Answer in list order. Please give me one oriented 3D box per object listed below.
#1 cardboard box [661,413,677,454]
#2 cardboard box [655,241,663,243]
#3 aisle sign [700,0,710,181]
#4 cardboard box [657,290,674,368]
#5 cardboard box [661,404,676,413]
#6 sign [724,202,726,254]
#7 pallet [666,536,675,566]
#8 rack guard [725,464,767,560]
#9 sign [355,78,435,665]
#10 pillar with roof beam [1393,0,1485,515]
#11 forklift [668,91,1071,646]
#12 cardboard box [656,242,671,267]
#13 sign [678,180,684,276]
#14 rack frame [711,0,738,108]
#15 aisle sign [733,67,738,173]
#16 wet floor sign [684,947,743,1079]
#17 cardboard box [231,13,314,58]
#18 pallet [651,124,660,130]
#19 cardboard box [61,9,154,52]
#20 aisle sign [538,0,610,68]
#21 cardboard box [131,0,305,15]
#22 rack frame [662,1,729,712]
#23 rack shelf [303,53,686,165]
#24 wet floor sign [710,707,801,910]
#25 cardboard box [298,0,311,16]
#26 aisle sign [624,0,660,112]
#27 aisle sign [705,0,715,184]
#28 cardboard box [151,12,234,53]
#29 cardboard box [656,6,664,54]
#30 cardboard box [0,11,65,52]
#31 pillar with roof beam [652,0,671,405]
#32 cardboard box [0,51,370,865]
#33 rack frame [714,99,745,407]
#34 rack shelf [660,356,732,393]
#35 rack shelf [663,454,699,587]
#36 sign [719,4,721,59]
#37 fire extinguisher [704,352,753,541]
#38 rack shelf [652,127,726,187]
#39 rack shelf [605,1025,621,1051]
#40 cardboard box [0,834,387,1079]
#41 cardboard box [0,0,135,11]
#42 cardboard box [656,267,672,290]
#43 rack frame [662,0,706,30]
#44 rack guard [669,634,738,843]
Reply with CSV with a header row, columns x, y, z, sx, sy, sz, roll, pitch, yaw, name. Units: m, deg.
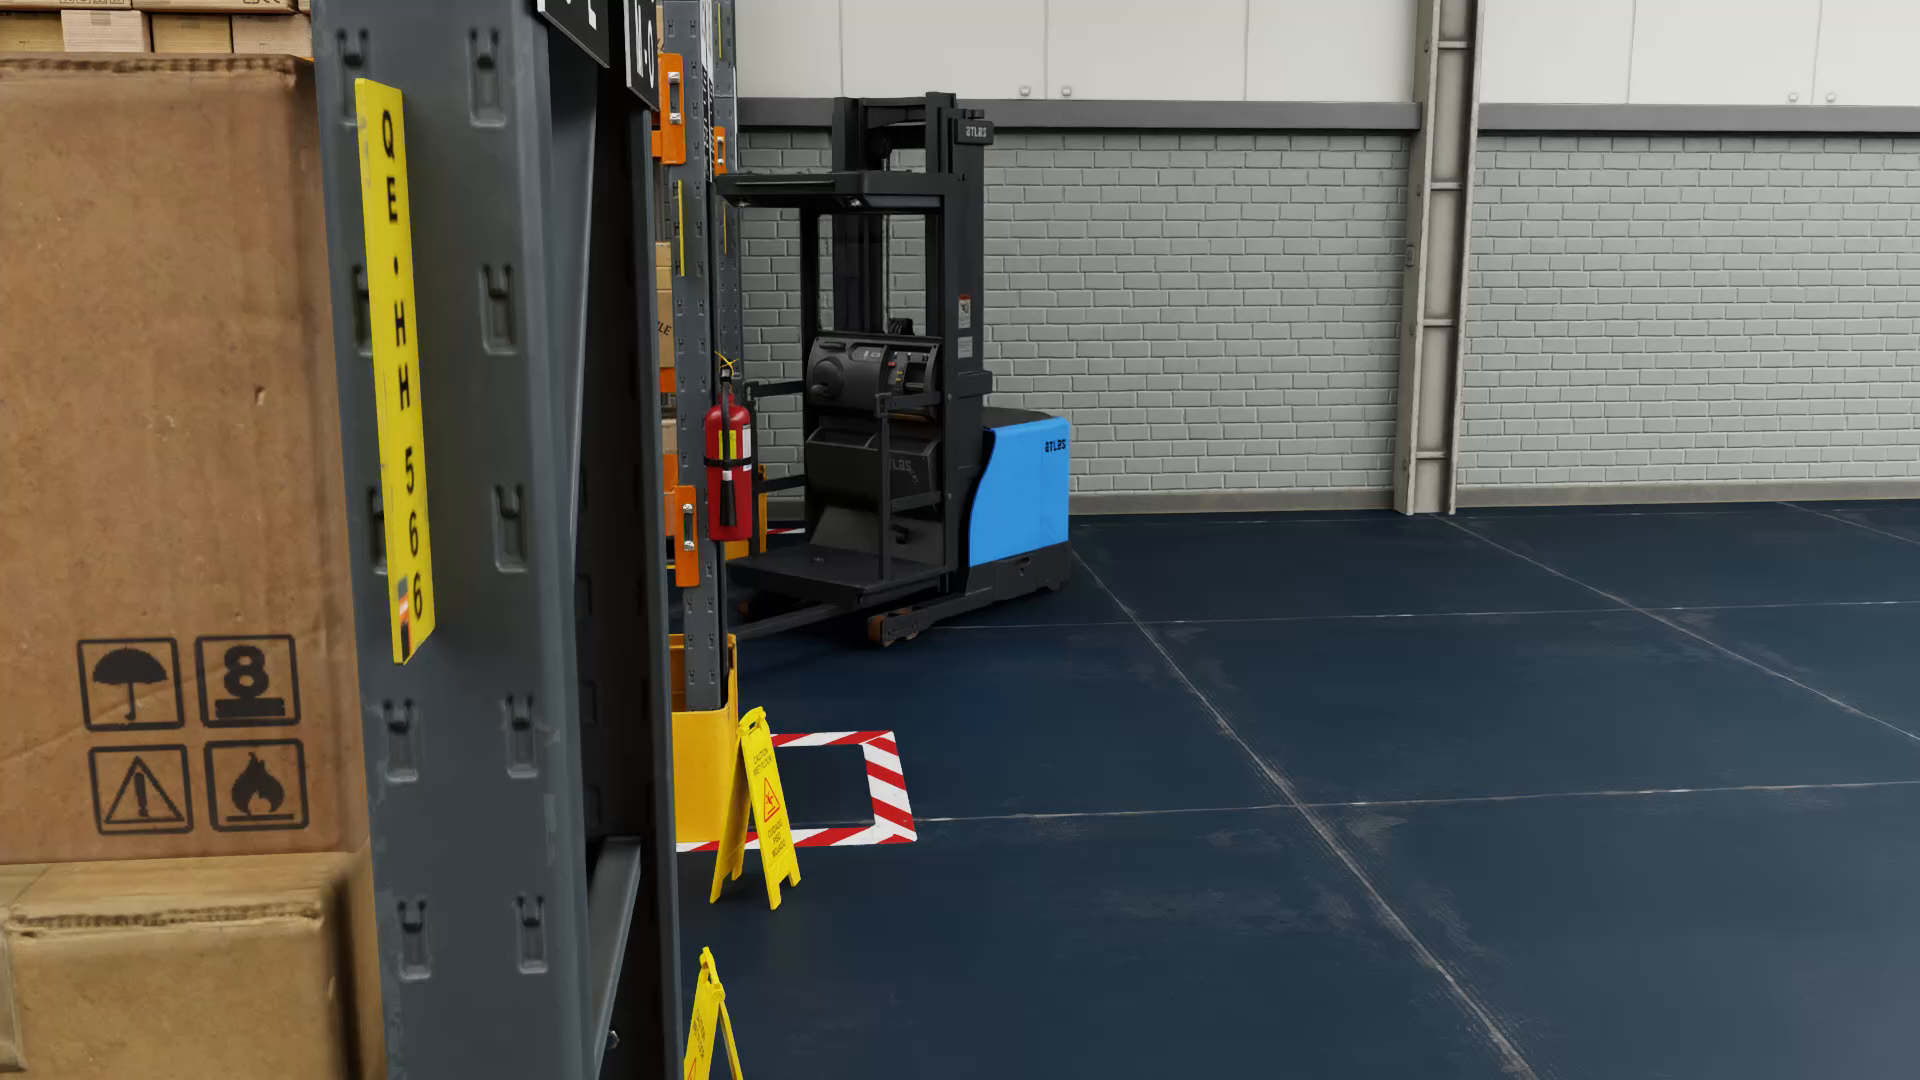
x,y,z,sx,sy,sz,roll,pitch,yaw,name
-1.970,-0.694,11.068,0.500,0.250,0.500,-1,11,-4,cardboard box
-2.174,-1.969,11.398,0.250,0.149,0.380,-1,11,-4,cardboard box
-0.913,-1.685,5.924,0.004,0.787,0.394,-1,11,-6,aisle sign
-2.007,-1.404,10.975,0.500,0.500,0.500,-1,11,-7,cardboard box
-2.044,-0.789,11.555,0.500,0.250,0.500,-1,11,-7,cardboard box
-1.501,-1.996,10.628,0.005,0.325,0.100,-1,11,-6,sign
-2.302,-0.024,11.440,1.213,0.211,1.003,-1,11,-6,pallet
-1.522,-0.190,11.537,0.348,0.500,1.175,-1,11,-6,rack guard
-0.326,-0.097,0.968,0.005,0.325,0.100,-1,11,-6,sign
4.094,-3.817,7.956,0.400,9.000,9.100,-1,11,-6,pillar with roof beam
-0.627,-0.973,9.217,1.130,2.935,3.031,9,14,38,forklift
-1.879,-1.881,10.949,0.250,0.149,0.380,-1,11,-6,cardboard box
-0.966,-1.080,5.766,0.005,0.325,0.100,-1,11,-6,sign
-1.546,-4.359,10.714,0.127,3.000,1.000,-1,11,-6,rack frame
-1.449,-2.636,10.763,0.004,0.787,0.394,-1,11,-6,aisle sign
-0.556,1.258,3.795,0.232,0.644,0.267,-3,12,-16,wet floor sign
-2.344,-1.734,5.788,0.250,0.149,0.380,-1,11,-7,cardboard box
-2.252,-2.834,10.963,1.213,0.211,1.003,-1,11,-6,pallet
-2.853,-1.711,5.670,0.250,0.149,0.380,-1,11,-7,cardboard box
-0.268,-0.736,1.098,0.004,0.787,0.394,-1,11,-6,aisle sign
-2.501,-1.924,5.719,0.500,0.250,0.500,-1,11,-4,cardboard box
-1.006,-0.464,6.452,0.127,3.000,1.000,-1,11,-6,rack frame
-2.995,-1.541,6.020,4.000,0.370,1.077,-1,11,-6,rack shelf
-0.702,0.893,5.655,0.232,0.644,0.267,3,11,14,wet floor sign
-1.988,-1.938,5.792,0.500,0.250,0.500,-1,11,-7,cardboard box
-0.333,-0.851,1.683,0.004,0.787,0.394,-1,11,-6,aisle sign
-0.978,-1.800,6.510,0.004,0.787,0.394,-1,11,-6,aisle sign
-2.607,-1.730,5.767,0.250,0.149,0.380,-2,11,-8,cardboard box
-1.960,-3.136,10.659,0.500,0.500,0.500,-1,11,-4,cardboard box
-3.111,-1.721,5.719,0.250,0.149,0.380,-1,11,-6,cardboard box
-1.871,-3.692,7.320,0.400,9.000,9.100,-1,11,-6,pillar with roof beam
-0.744,-0.120,1.513,0.550,0.550,0.875,-1,11,-6,cardboard box
-1.546,-1.416,11.293,0.127,3.000,1.000,-1,11,-6,rack frame
-3.534,-1.021,11.151,4.000,0.370,1.077,-1,11,-6,rack shelf
-2.995,-0.069,6.309,4.000,0.370,1.077,-1,11,-6,rack shelf
-1.501,-3.179,10.395,0.005,0.325,0.100,-1,11,-6,sign
-0.843,-0.340,6.022,0.183,0.674,0.296,-1,11,-6,fire extinguisher
-3.534,-2.493,10.861,4.000,0.370,1.077,-1,11,-6,rack shelf
-2.360,0.878,1.491,4.000,0.370,1.077,-1,11,-6,rack shelf
-0.735,0.426,1.536,0.550,0.550,0.875,-1,11,-6,cardboard box
-3.003,-1.913,5.663,0.500,0.250,0.500,-1,11,-6,cardboard box
-1.860,-1.722,10.911,0.250,0.149,0.380,-1,11,-5,cardboard box
-1.006,-3.408,5.873,0.127,3.000,1.000,-1,11,-6,rack frame
-1.082,0.764,6.685,0.348,0.500,1.175,-1,11,-6,rack guard
